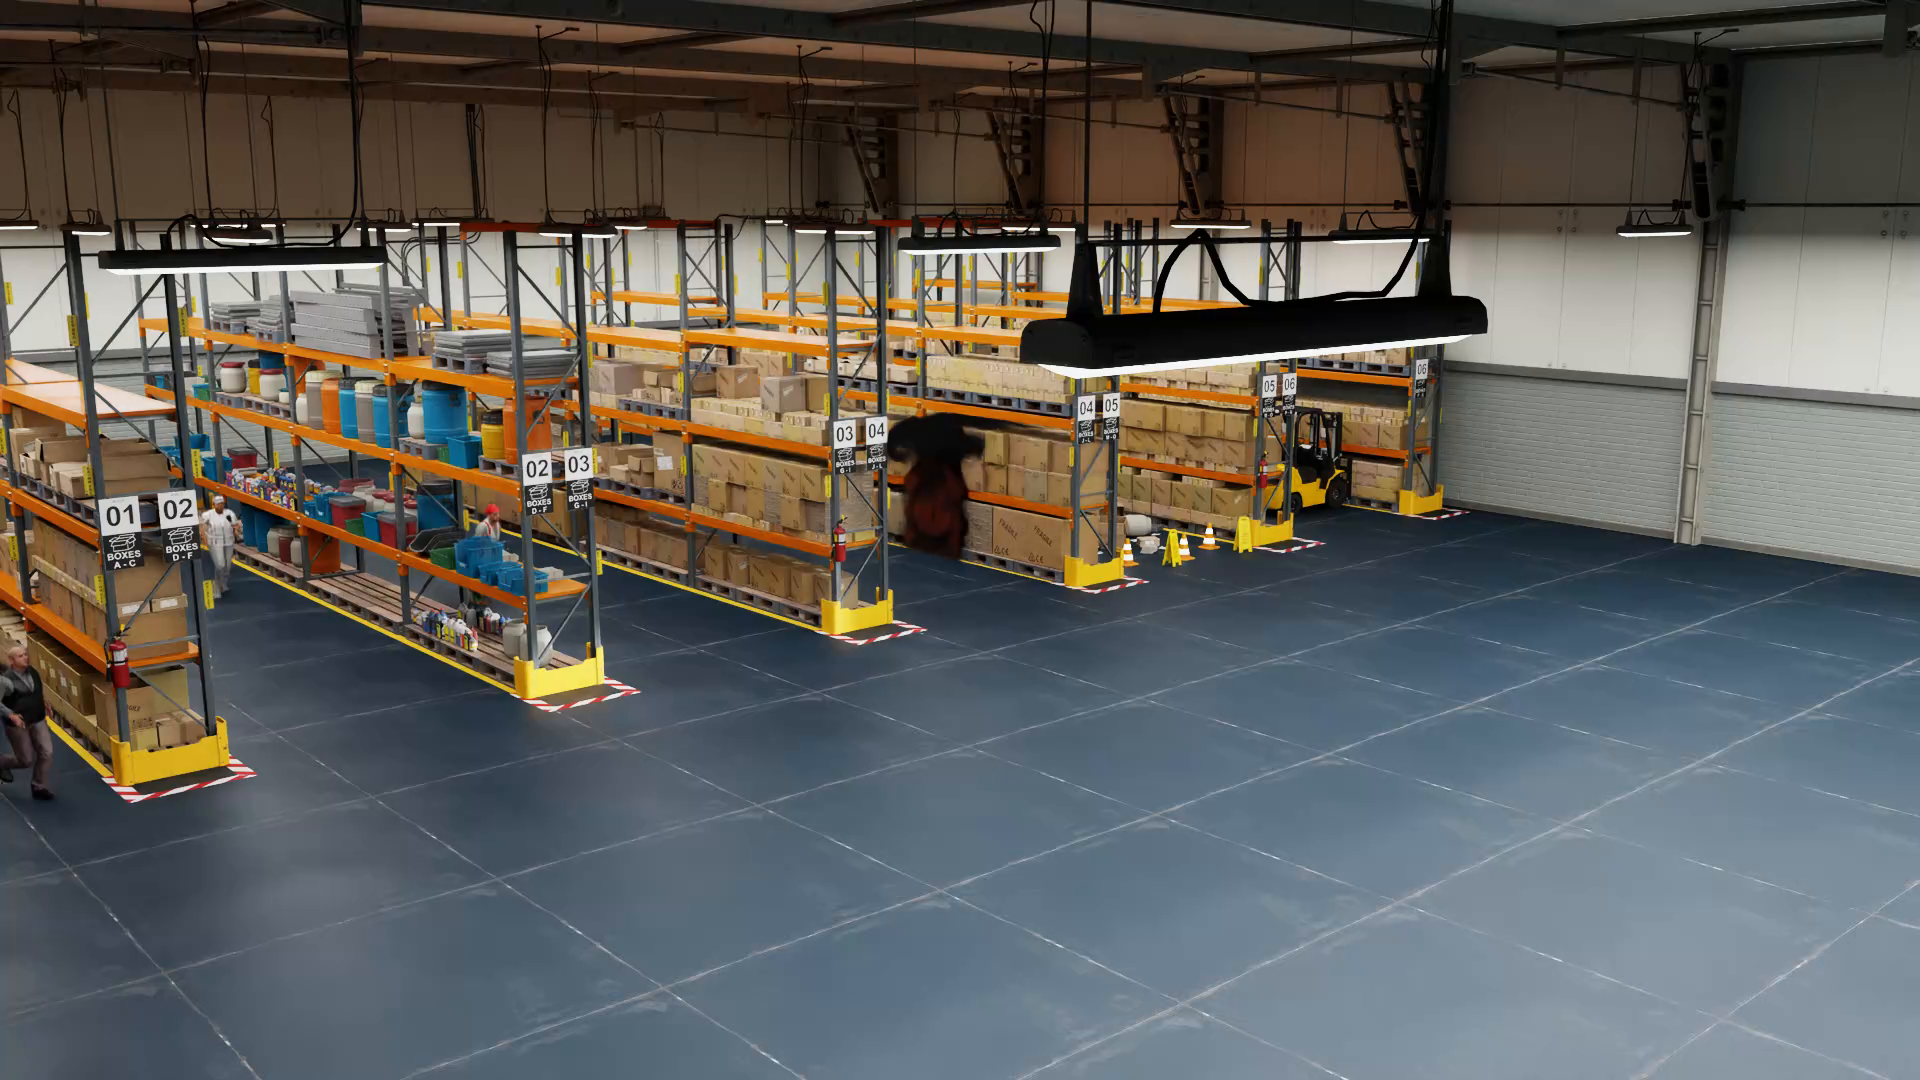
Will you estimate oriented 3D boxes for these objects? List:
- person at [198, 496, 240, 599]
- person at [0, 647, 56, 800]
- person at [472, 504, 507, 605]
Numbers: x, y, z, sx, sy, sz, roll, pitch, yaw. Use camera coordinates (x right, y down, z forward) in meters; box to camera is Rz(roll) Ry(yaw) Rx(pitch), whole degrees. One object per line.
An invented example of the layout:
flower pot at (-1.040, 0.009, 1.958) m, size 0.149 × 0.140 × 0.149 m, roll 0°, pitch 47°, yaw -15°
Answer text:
person at (-12.072, 0.107, 27.204) m, size 0.611 × 1.701 × 0.716 m, roll -10°, pitch 15°, yaw -41°
person at (-10.141, 1.963, 17.955) m, size 0.764 × 1.688 × 0.671 m, roll 5°, pitch 13°, yaw 24°
person at (-7.510, 0.236, 26.512) m, size 0.770 × 1.670 × 0.681 m, roll 4°, pitch 12°, yaw 18°
